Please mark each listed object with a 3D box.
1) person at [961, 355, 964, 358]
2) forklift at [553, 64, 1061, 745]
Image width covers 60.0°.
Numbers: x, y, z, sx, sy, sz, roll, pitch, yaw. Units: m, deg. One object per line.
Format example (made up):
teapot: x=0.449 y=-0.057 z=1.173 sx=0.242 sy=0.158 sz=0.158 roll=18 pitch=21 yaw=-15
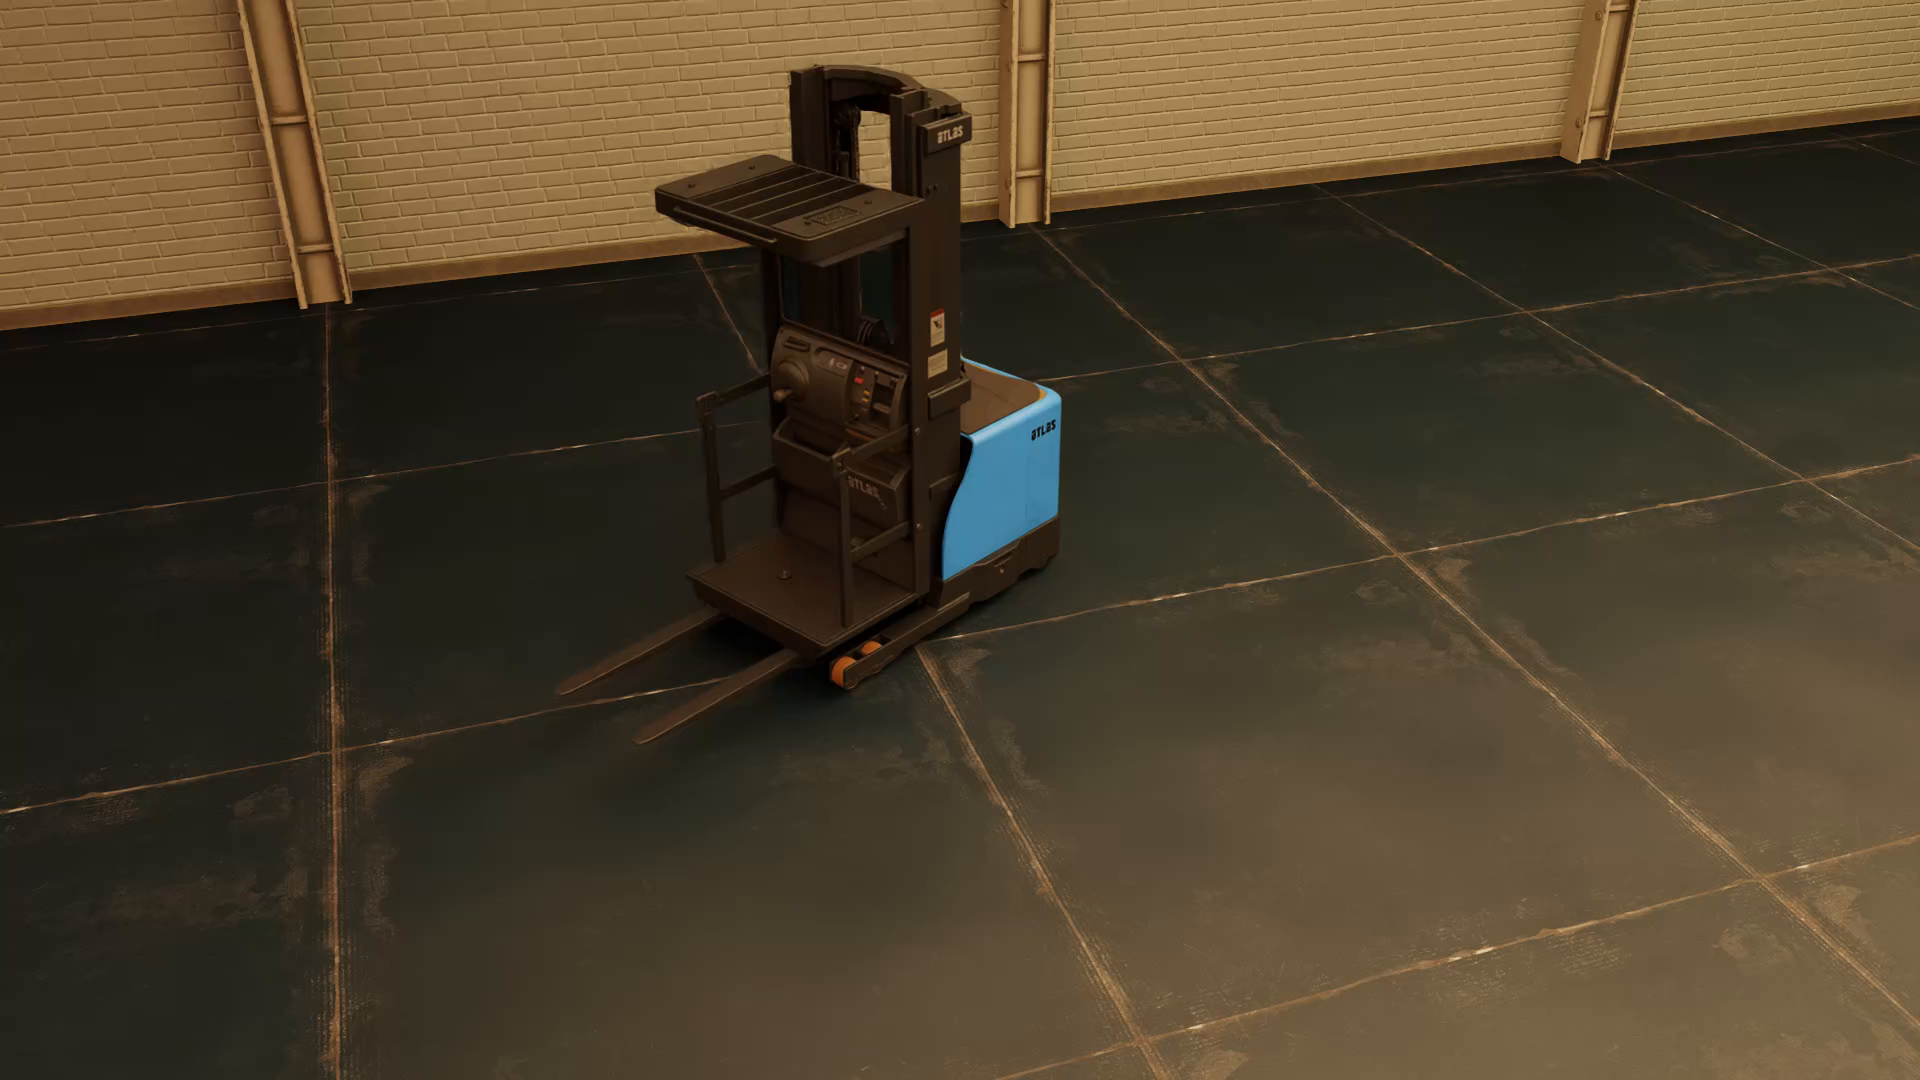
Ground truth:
person: x=-0.190 y=-1.253 z=10.623 sx=0.642 sy=1.617 sz=0.961 roll=-6 pitch=30 yaw=-11
forklift: x=-0.771 y=-0.780 z=8.442 sx=1.130 sy=2.935 sz=3.031 roll=24 pitch=38 yaw=35
